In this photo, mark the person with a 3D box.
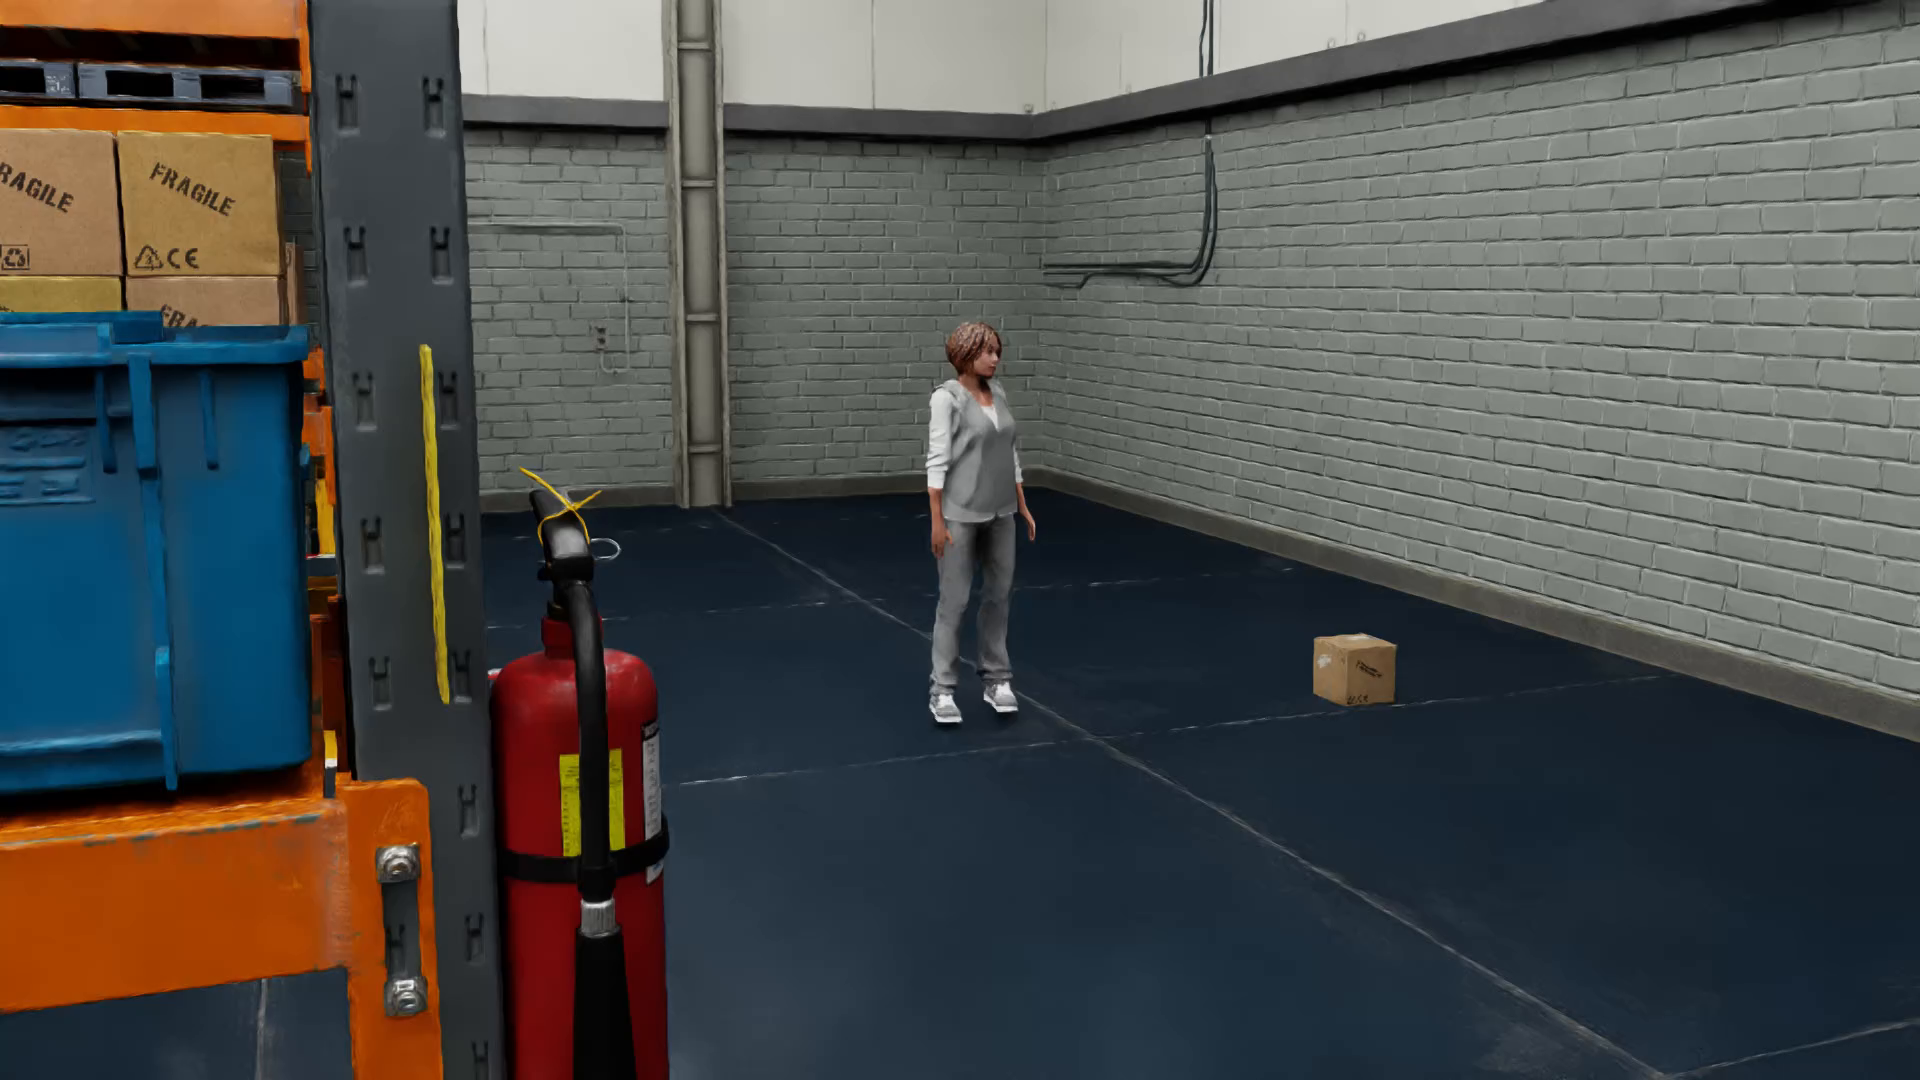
[{"bbox_3d":[0.069,-0.079,6.736,0.471,1.605,0.341,-7,12,-39],"label":"person"}]
